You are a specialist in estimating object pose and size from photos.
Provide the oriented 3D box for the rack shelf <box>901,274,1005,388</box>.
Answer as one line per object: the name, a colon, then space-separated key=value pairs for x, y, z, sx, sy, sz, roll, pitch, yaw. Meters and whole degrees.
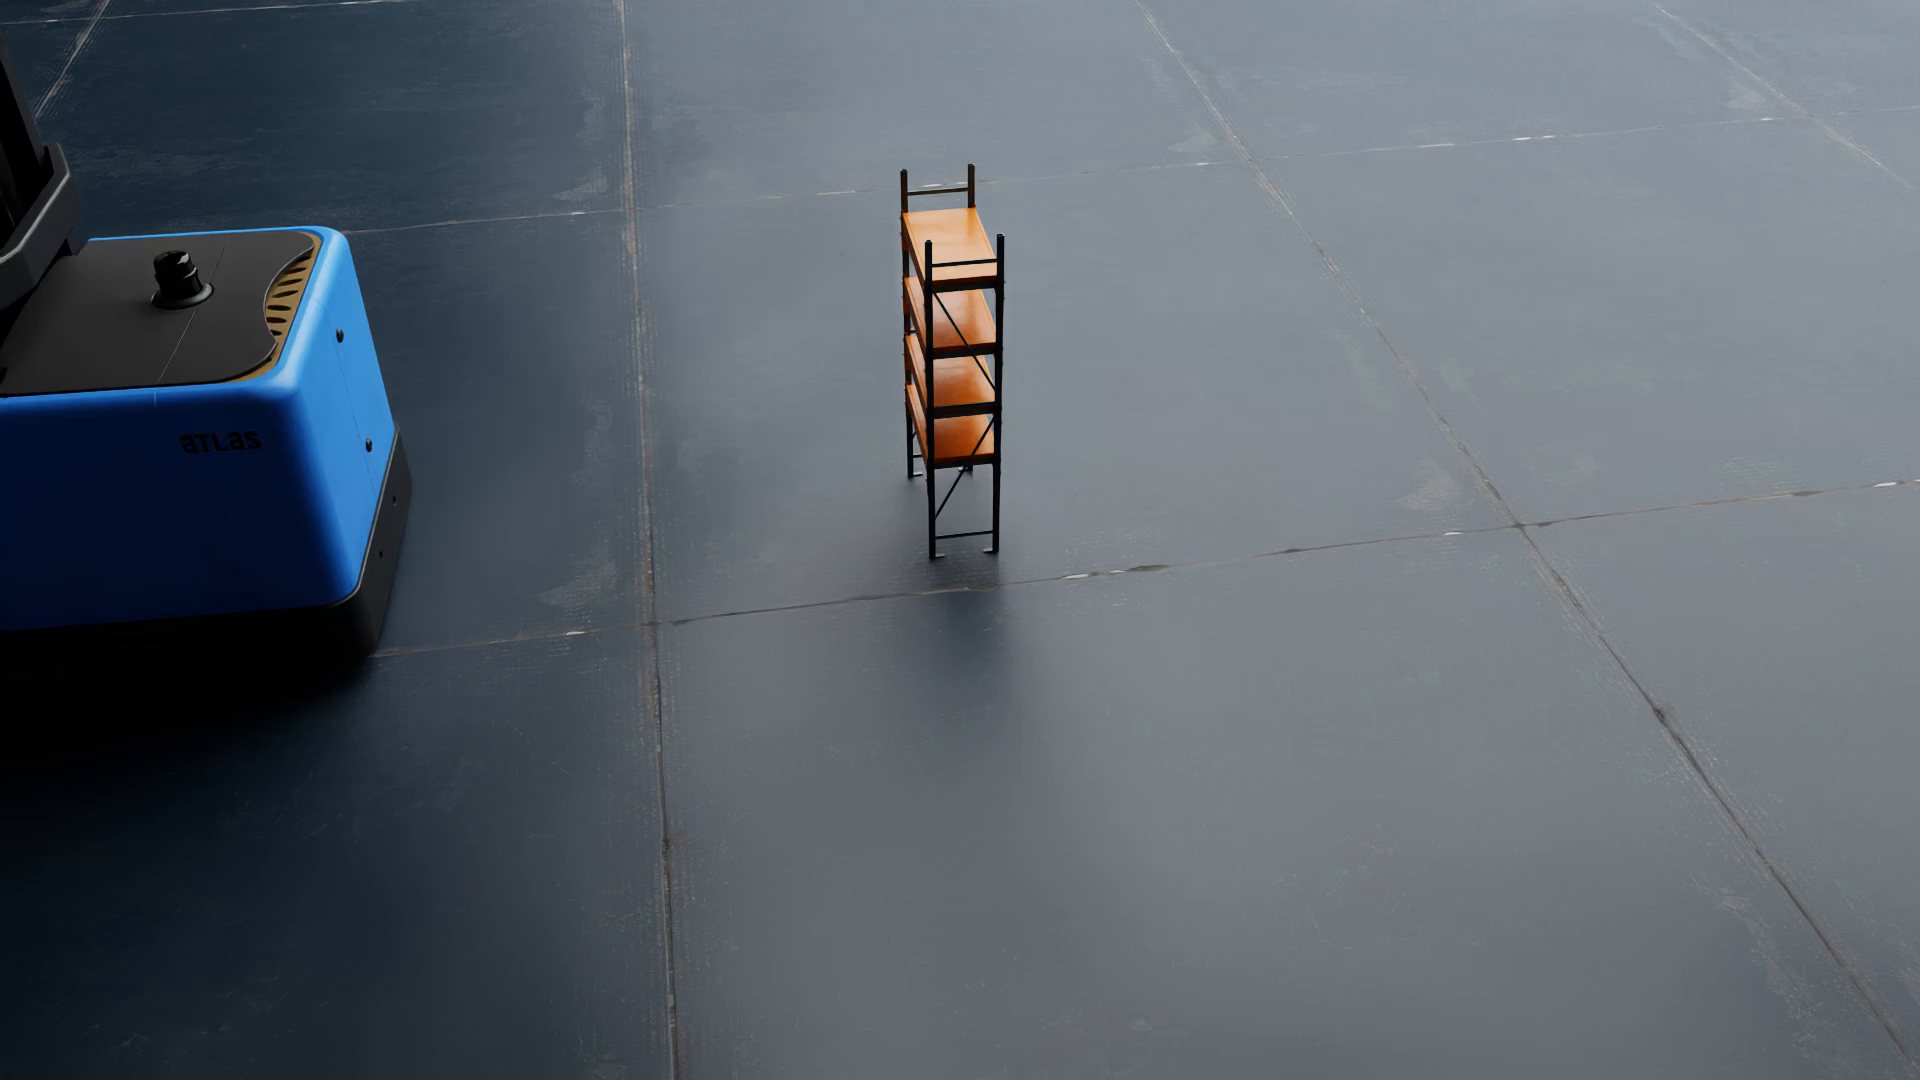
rack shelf: x=-0.029 y=-0.697 z=5.415 sx=0.258 sy=0.148 sz=0.480 roll=-6 pitch=38 yaw=-8

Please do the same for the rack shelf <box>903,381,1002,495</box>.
rack shelf: x=-0.029 y=-0.364 z=5.674 sx=0.258 sy=0.148 sz=0.480 roll=-6 pitch=38 yaw=-8

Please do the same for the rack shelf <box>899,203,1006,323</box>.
rack shelf: x=-0.029 y=-0.884 z=5.270 sx=0.258 sy=0.148 sz=0.480 roll=-6 pitch=38 yaw=-8

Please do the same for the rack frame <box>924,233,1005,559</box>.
rack frame: x=0.014 y=-0.426 z=5.321 sx=0.240 sy=1.200 sz=0.015 roll=-6 pitch=38 yaw=-8

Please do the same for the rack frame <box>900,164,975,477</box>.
rack frame: x=-0.072 y=-0.721 z=5.700 sx=0.240 sy=1.200 sz=0.015 roll=-6 pitch=38 yaw=-8

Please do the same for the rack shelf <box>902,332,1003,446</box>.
rack shelf: x=-0.029 y=-0.521 z=5.552 sx=0.258 sy=0.148 sz=0.480 roll=-6 pitch=38 yaw=-8

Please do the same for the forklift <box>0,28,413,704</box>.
forklift: x=-3.382 y=-0.915 z=4.538 sx=3.031 sy=2.935 sz=1.130 roll=-4 pitch=38 yaw=-6

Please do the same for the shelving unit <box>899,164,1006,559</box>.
shelving unit: x=-0.029 y=-0.574 z=5.511 sx=0.258 sy=1.200 sz=0.503 roll=-6 pitch=38 yaw=-8
